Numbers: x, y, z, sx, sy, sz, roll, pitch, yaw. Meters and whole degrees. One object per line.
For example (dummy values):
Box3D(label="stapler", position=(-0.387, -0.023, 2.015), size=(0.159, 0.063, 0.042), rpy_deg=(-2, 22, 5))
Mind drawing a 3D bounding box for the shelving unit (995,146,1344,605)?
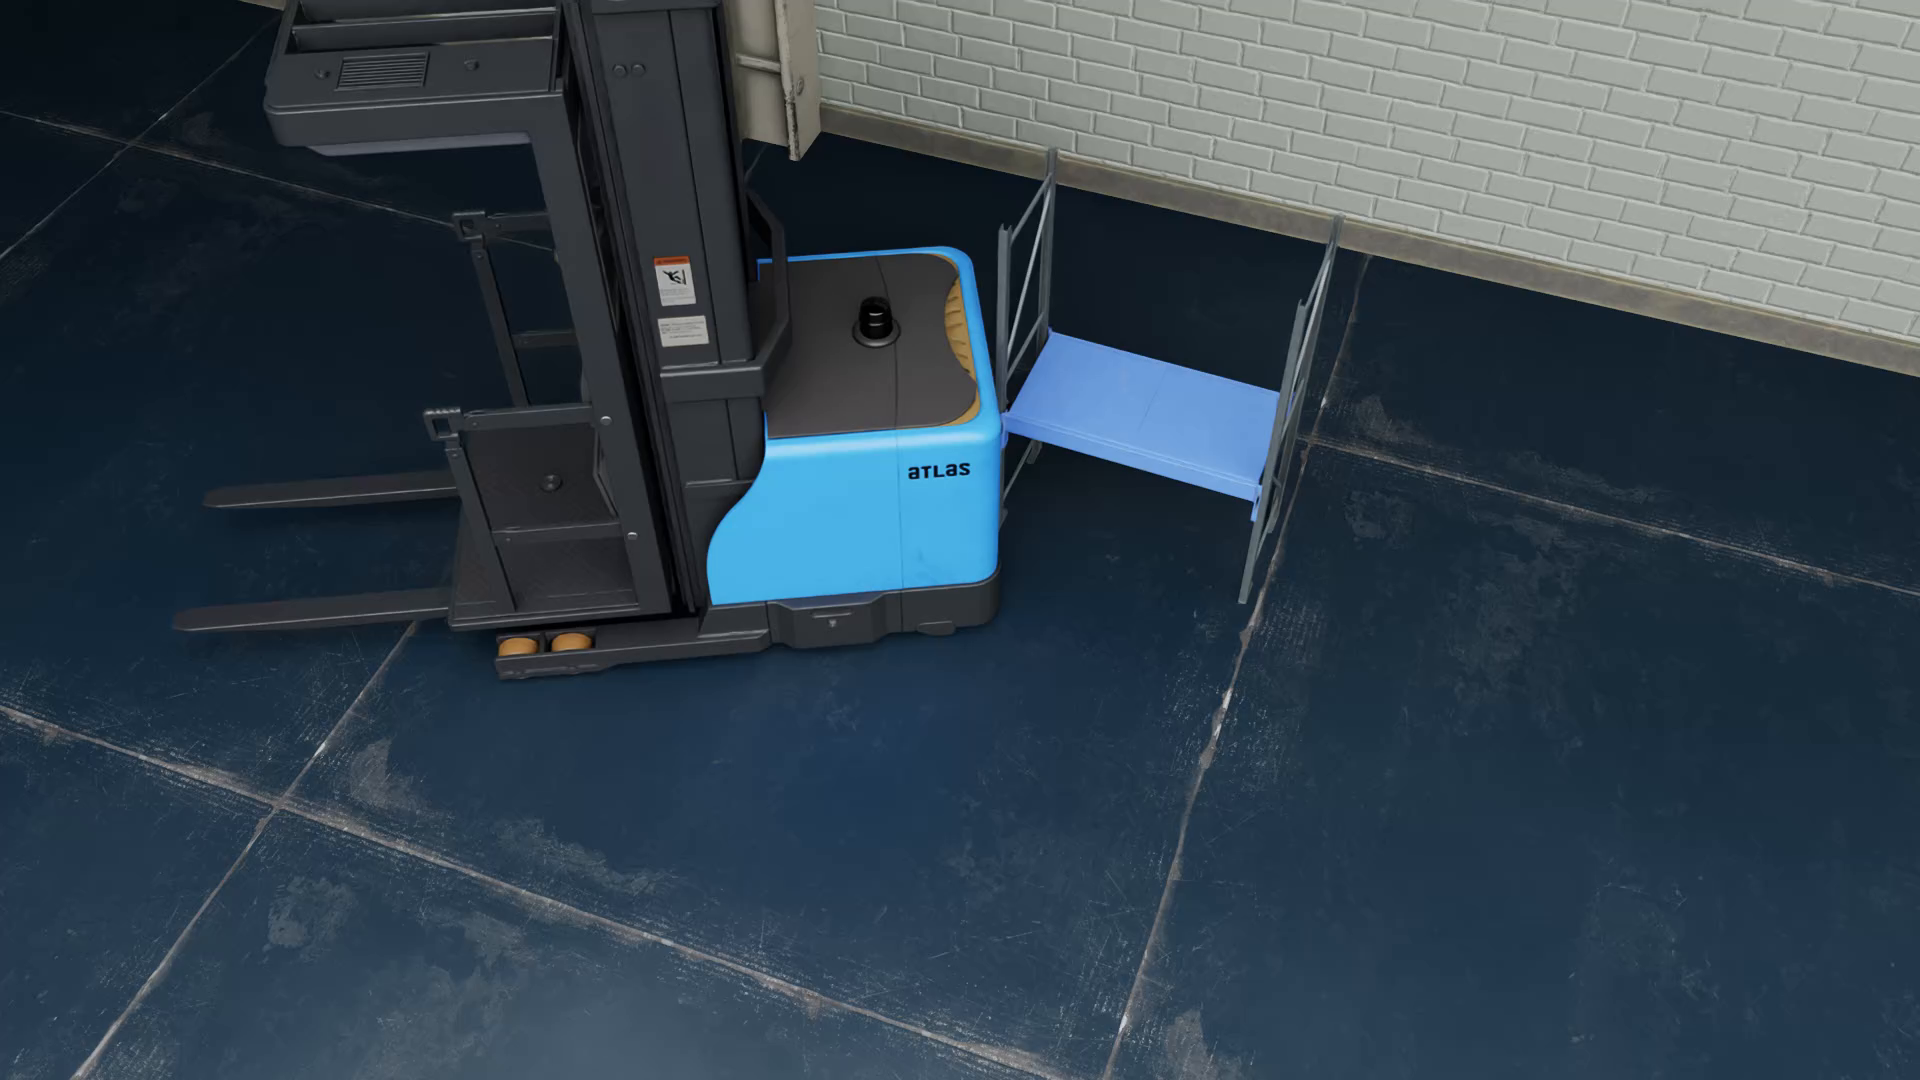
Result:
Box3D(label="shelving unit", position=(0.707, -0.566, 6.114), size=(1.048, 1.500, 0.538), rpy_deg=(17, 51, 14))

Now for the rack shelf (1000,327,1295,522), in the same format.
Box3D(label="rack shelf", position=(0.707, -0.448, 6.250), size=(1.000, 0.185, 0.538), rpy_deg=(17, 51, 14))

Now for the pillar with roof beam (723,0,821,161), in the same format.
Box3D(label="pillar with roof beam", position=(-2.423, -1.934, 2.337), size=(0.400, 9.000, 9.100), rpy_deg=(16, 51, 13))

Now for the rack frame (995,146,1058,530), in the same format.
Box3D(label="rack frame", position=(0.235, -0.709, 6.239), size=(0.032, 1.500, 0.500), rpy_deg=(17, 51, 14))

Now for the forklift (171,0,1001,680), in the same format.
Box3D(label="forklift", position=(-1.401, -0.869, 5.430), size=(3.031, 2.935, 1.130), rpy_deg=(-5, 49, -4))

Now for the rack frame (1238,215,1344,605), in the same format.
Box3D(label="rack frame", position=(1.178, -0.422, 5.990), size=(0.032, 1.500, 0.500), rpy_deg=(17, 51, 14))
